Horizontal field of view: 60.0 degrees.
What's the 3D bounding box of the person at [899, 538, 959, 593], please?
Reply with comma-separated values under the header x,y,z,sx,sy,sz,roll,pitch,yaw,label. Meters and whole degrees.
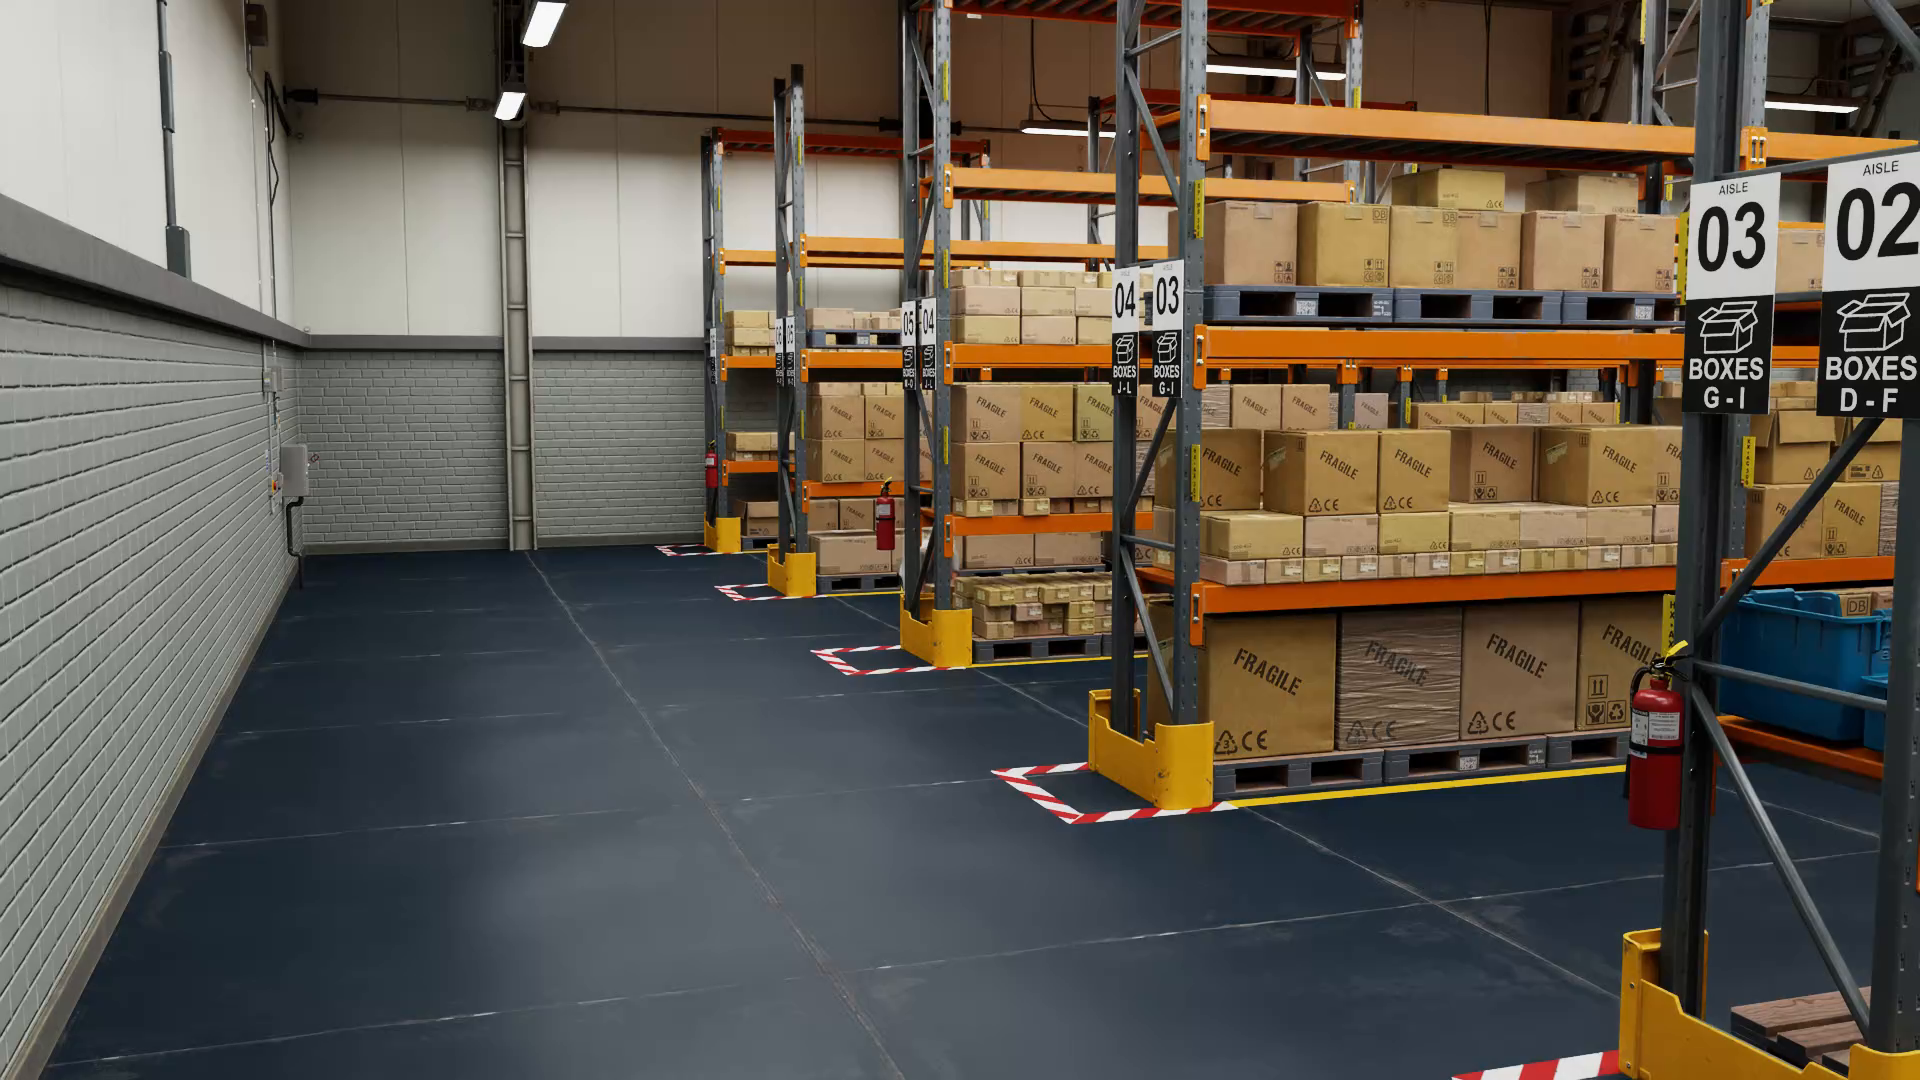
x,y,z,sx,sy,sz,roll,pitch,yaw,label
-0.304,0.376,16.923,0.541,0.994,0.903,-2,6,-20,person
